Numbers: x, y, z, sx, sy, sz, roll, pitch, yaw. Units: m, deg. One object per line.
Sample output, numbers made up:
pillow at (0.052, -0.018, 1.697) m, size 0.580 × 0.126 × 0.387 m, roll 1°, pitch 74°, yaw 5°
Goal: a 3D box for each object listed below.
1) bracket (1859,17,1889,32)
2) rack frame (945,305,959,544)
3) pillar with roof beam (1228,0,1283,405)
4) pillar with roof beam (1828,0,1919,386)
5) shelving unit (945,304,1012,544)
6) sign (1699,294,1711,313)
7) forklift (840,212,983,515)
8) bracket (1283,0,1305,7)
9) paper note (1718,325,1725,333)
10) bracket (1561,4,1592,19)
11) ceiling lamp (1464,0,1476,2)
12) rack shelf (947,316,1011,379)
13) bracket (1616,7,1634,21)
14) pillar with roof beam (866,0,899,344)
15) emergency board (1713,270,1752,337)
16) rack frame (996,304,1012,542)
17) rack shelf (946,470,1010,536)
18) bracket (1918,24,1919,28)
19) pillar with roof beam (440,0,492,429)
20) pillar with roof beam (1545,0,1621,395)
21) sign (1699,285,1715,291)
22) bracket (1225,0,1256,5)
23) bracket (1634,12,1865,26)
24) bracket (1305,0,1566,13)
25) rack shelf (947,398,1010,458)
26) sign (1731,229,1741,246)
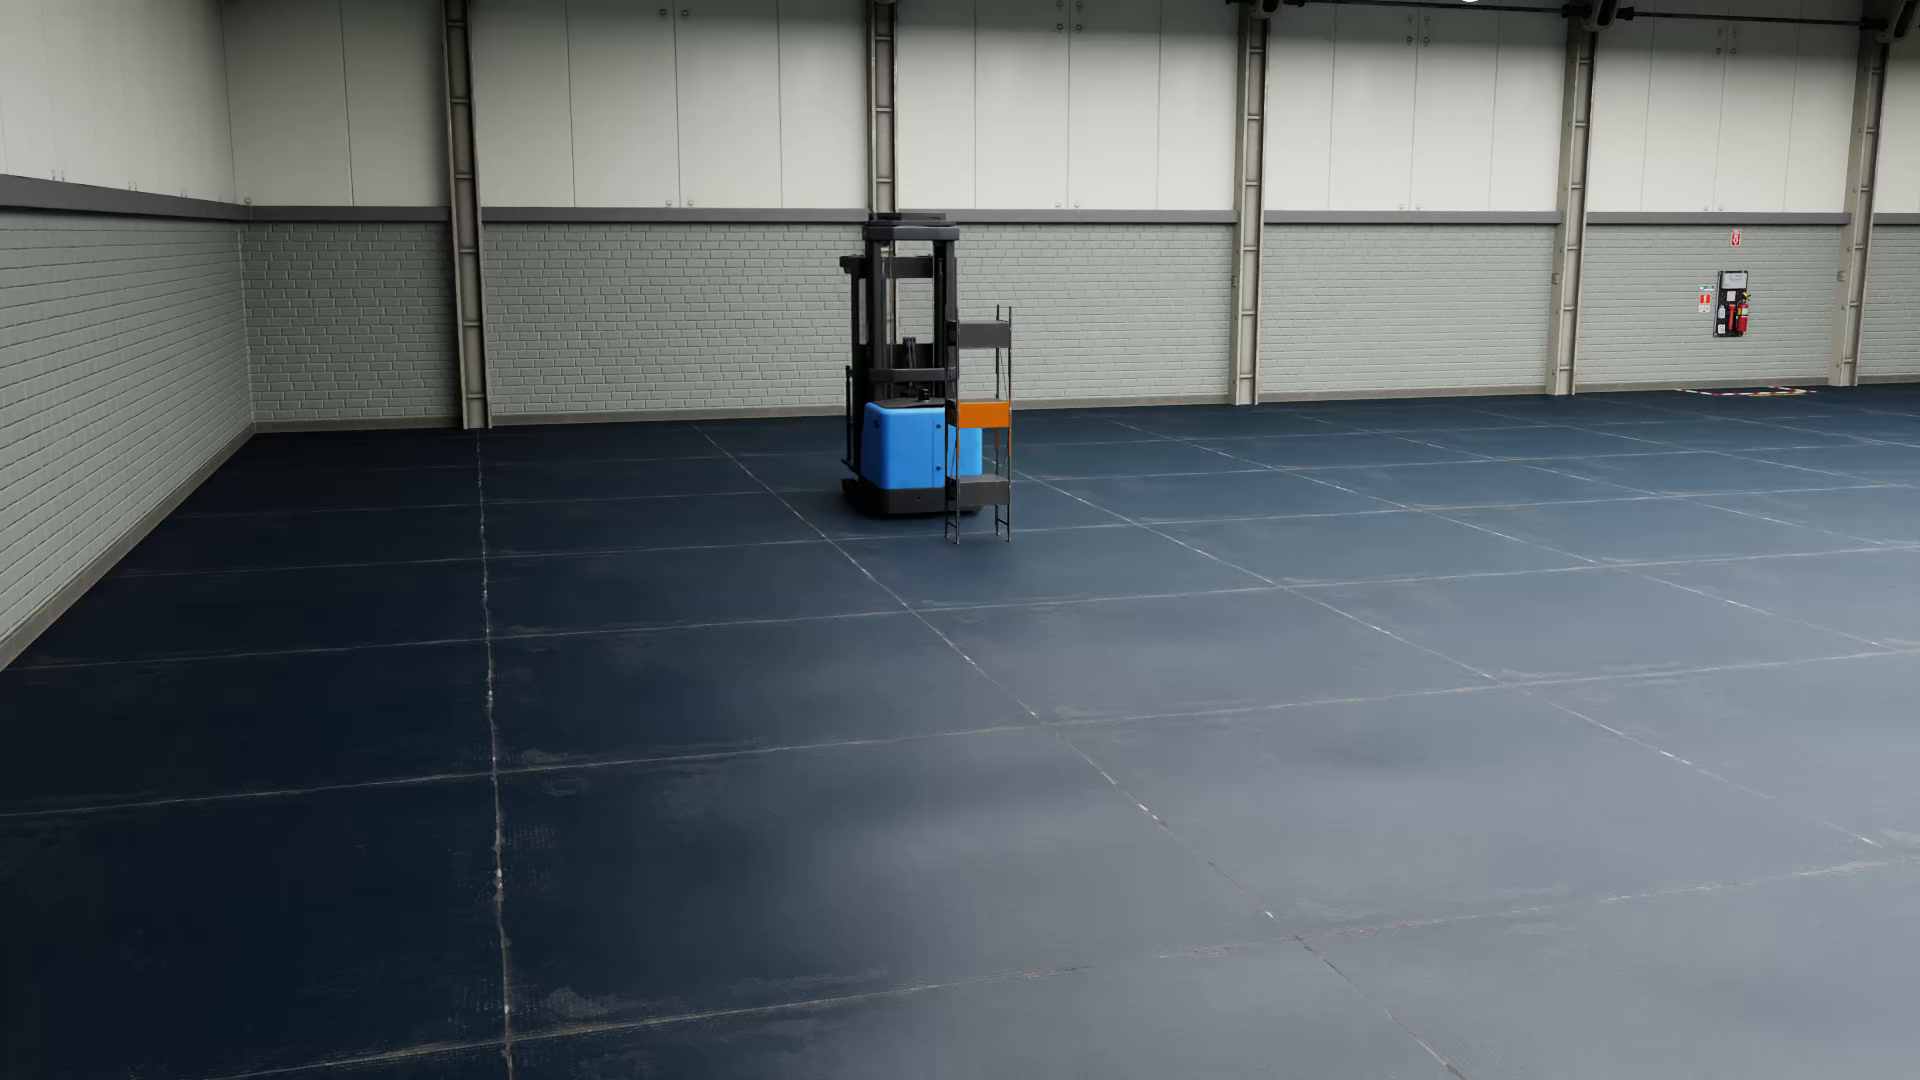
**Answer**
bracket at (15.833, -8.943, 28.829) m, size 0.430 × 0.232 × 0.235 m, roll -3°, pitch 11°, yaw -16°
rack frame at (-0.075, -1.029, 14.835) m, size 0.015 × 2.100 × 0.400 m, roll -3°, pitch 11°, yaw -16°
pillar with roof beam at (5.814, -5.900, 22.241) m, size 0.548 × 9.000 × 9.100 m, roll -3°, pitch 11°, yaw -16°
pillar with roof beam at (17.336, -6.507, 25.539) m, size 0.548 × 9.000 × 9.100 m, roll -3°, pitch 11°, yaw -16°
shelving unit at (0.159, -1.041, 14.902) m, size 0.503 × 2.100 × 0.431 m, roll -3°, pitch 11°, yaw -16°
sign at (13.189, -4.194, 29.446) m, size 0.234 × 0.329 × 0.001 m, roll -3°, pitch 11°, yaw -16°
forklift at (-0.630, -1.907, 17.310) m, size 1.130 × 2.935 × 3.031 m, roll -3°, pitch 11°, yaw -14°
bracket at (5.108, -8.378, 25.759) m, size 0.430 × 0.232 × 0.235 m, roll -3°, pitch 11°, yaw -16°
paper note at (13.560, -3.757, 29.600) m, size 0.142 × 0.148 × 0.016 m, roll -3°, pitch 11°, yaw -16°
bracket at (10.072, -8.640, 27.180) m, size 0.430 × 0.232 × 0.235 m, roll -3°, pitch 11°, yaw -16°
ceiling lamp at (7.175, -7.173, 21.715) m, size 0.237 × 0.041 × 1.941 m, roll -3°, pitch 11°, yaw -16°
rack shelf at (0.159, -1.716, 14.778) m, size 0.480 × 0.518 × 0.431 m, roll -3°, pitch 11°, yaw -16°
bracket at (10.869, -8.682, 27.408) m, size 0.430 × 0.232 × 0.235 m, roll -3°, pitch 11°, yaw -16°
pillar with roof beam at (0.053, -5.596, 20.591) m, size 0.548 × 9.000 × 9.100 m, roll -3°, pitch 11°, yaw -16°
emergency board at (13.749, -4.187, 29.504) m, size 0.643 × 1.169 × 0.194 m, roll -3°, pitch 11°, yaw -16°
rack frame at (0.393, -1.053, 14.969) m, size 0.015 × 2.100 × 0.400 m, roll -3°, pitch 11°, yaw -16°
rack shelf at (0.159, -0.339, 15.031) m, size 0.480 × 0.518 × 0.431 m, roll -3°, pitch 11°, yaw -16°
bracket at (19.104, -9.116, 29.766) m, size 4.783 × 0.066 × 0.076 m, roll -3°, pitch 11°, yaw -16°
pillar with roof beam at (-5.708, -5.293, 18.942) m, size 0.400 × 9.000 × 9.100 m, roll -3°, pitch 11°, yaw -16°
pillar with roof beam at (11.575, -6.204, 23.890) m, size 0.548 × 9.000 × 9.100 m, roll -3°, pitch 11°, yaw -16°
sign at (13.196, -4.454, 29.391) m, size 0.331 × 0.109 × 0.001 m, roll -3°, pitch 11°, yaw -16°
bracket at (4.311, -8.336, 25.530) m, size 0.430 × 0.232 × 0.235 m, roll -3°, pitch 11°, yaw -16°
bracket at (13.343, -8.812, 28.116) m, size 4.783 × 0.066 × 0.076 m, roll -3°, pitch 11°, yaw -16°
bracket at (7.582, -8.508, 26.467) m, size 4.783 × 0.066 × 0.076 m, roll -3°, pitch 11°, yaw -16°
rack shelf at (0.159, -1.028, 14.904) m, size 0.480 × 0.518 × 0.431 m, roll -3°, pitch 11°, yaw -16°
sign at (13.714, -5.344, 29.386) m, size 0.199 × 0.298 × 0.001 m, roll -3°, pitch 11°, yaw -16°
